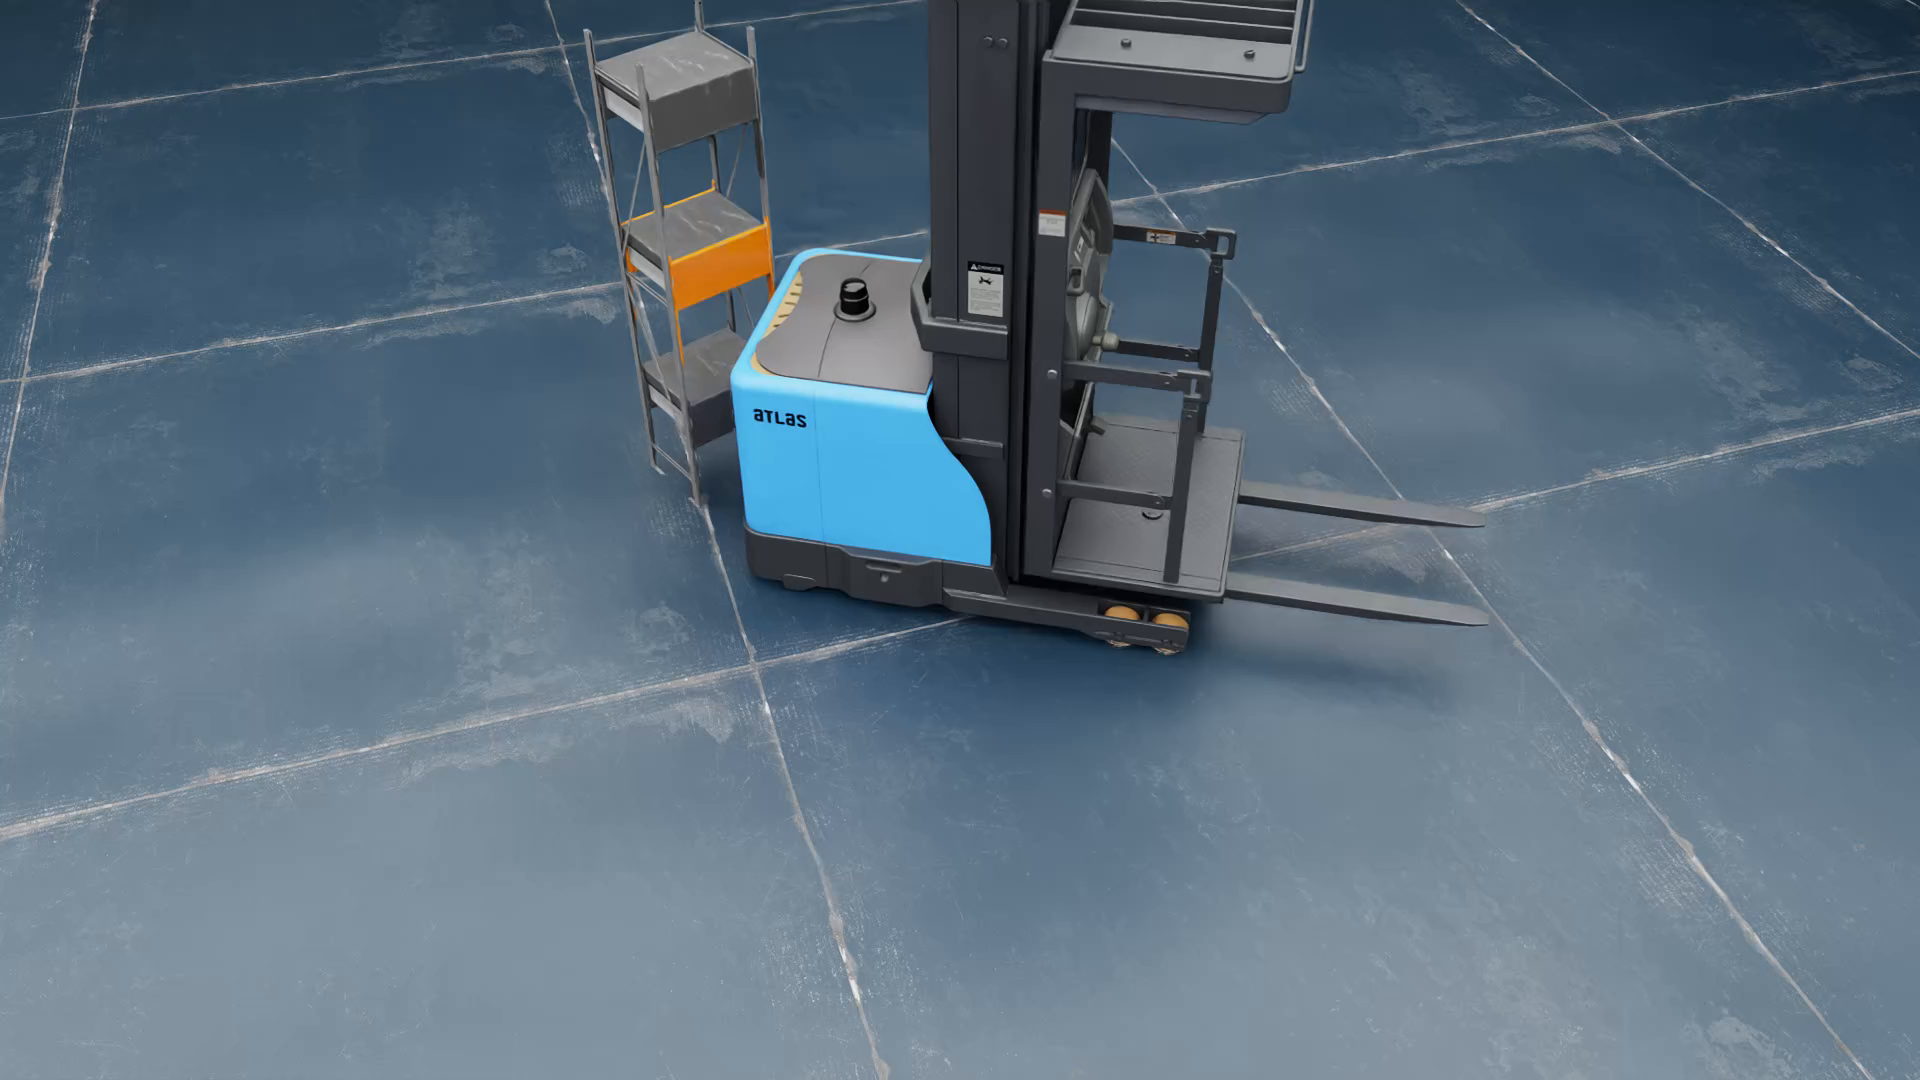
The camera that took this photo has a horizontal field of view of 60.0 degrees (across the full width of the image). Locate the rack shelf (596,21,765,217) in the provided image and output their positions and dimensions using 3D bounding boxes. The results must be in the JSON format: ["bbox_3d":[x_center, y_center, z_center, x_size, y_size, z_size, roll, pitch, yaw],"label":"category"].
[{"bbox_3d":[-1.096,-1.649,6.499,0.480,0.518,0.431,-29,49,-29],"label":"rack shelf"}]

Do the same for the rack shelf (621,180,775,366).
[{"bbox_3d":[-1.096,-1.122,6.959,0.480,0.518,0.431,-29,49,-29],"label":"rack shelf"}]

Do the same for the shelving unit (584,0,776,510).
[{"bbox_3d":[-1.096,-1.132,6.950,0.503,2.100,0.431,-29,49,-29],"label":"shelving unit"}]

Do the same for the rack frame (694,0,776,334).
[{"bbox_3d":[-0.908,-1.235,7.068,0.015,2.100,0.400,-29,49,-29],"label":"rack frame"}]

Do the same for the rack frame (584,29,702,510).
[{"bbox_3d":[-1.283,-1.030,6.833,0.015,2.100,0.400,-29,49,-29],"label":"rack frame"}]

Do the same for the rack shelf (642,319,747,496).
[{"bbox_3d":[-1.096,-0.595,7.420,0.480,0.518,0.431,-29,49,-29],"label":"rack shelf"}]

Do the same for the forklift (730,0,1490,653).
[{"bbox_3d":[0.672,-1.030,6.201,3.031,2.935,1.130,8,42,9],"label":"forklift"}]
